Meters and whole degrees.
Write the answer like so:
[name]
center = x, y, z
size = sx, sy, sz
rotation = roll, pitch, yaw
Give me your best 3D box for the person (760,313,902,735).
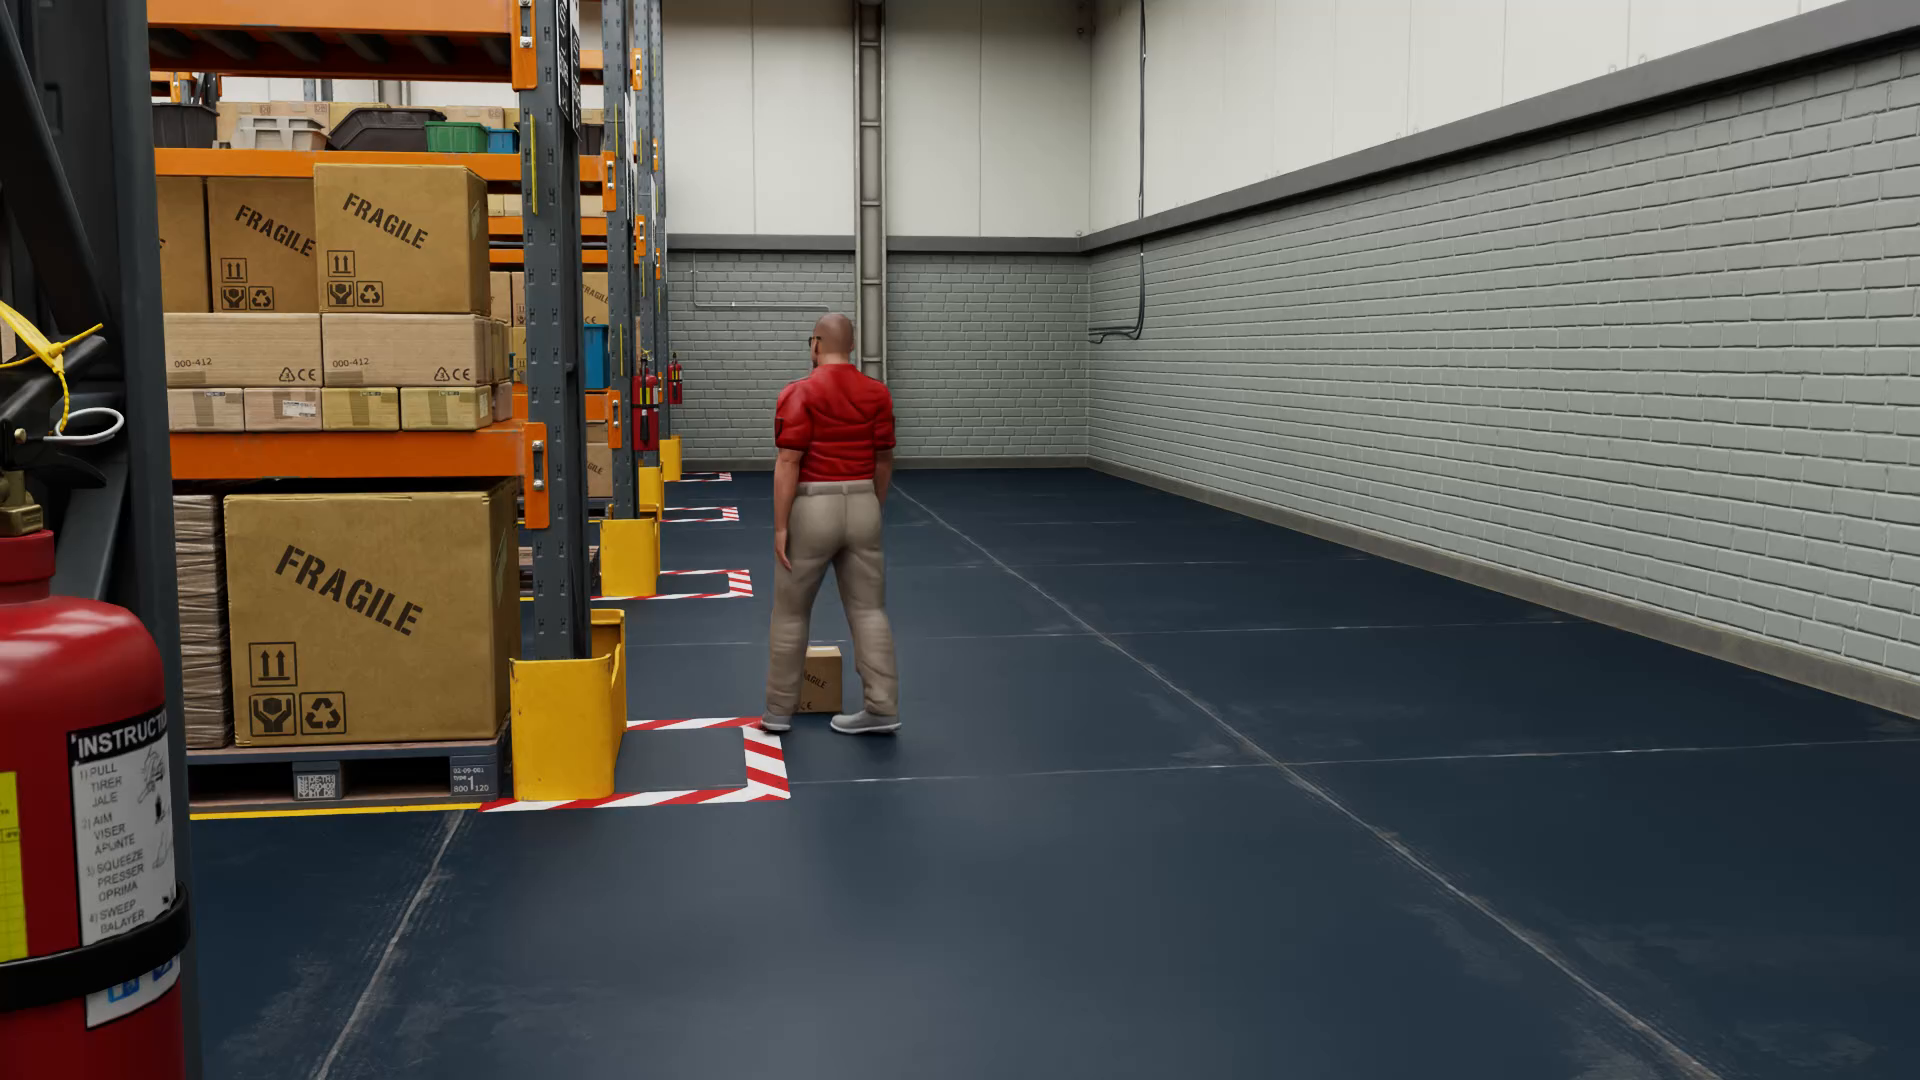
[person]
center = -0.559, -0.060, 6.861
size = 0.544, 1.738, 0.567
rotation = -4, 7, -29
